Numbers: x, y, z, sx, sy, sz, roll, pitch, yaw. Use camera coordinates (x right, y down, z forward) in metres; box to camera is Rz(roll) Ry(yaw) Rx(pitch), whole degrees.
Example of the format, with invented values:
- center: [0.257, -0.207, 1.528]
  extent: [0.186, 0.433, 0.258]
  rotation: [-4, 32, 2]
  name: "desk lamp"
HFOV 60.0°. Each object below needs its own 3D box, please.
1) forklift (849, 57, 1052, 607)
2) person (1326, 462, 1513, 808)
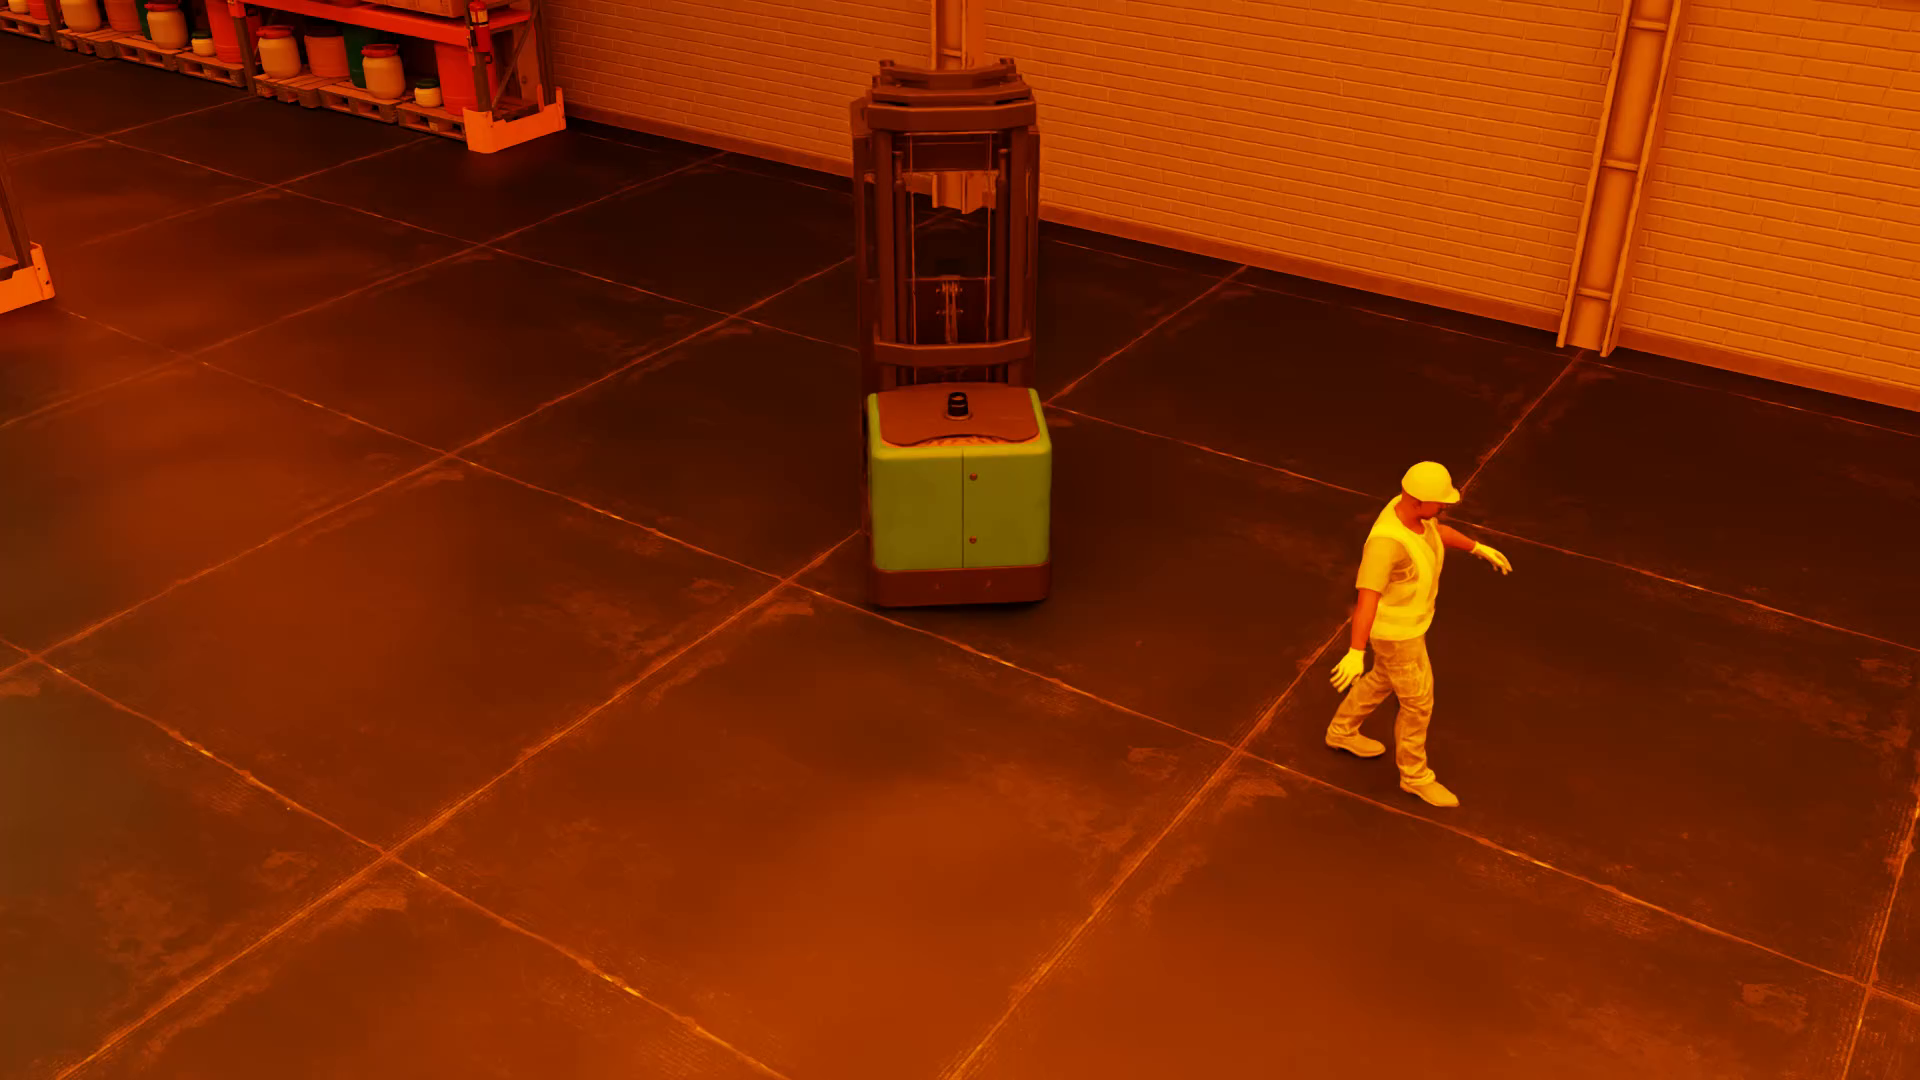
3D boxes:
- center: [-0.101, -1.589, 10.317]
  extent: [1.130, 2.935, 3.031]
  rotation: [-2, 30, -4]
  name: "forklift"
- center: [2.185, 0.440, 8.016]
  extent: [0.731, 1.763, 1.029]
  rotation: [13, 33, 21]
  name: "person"
